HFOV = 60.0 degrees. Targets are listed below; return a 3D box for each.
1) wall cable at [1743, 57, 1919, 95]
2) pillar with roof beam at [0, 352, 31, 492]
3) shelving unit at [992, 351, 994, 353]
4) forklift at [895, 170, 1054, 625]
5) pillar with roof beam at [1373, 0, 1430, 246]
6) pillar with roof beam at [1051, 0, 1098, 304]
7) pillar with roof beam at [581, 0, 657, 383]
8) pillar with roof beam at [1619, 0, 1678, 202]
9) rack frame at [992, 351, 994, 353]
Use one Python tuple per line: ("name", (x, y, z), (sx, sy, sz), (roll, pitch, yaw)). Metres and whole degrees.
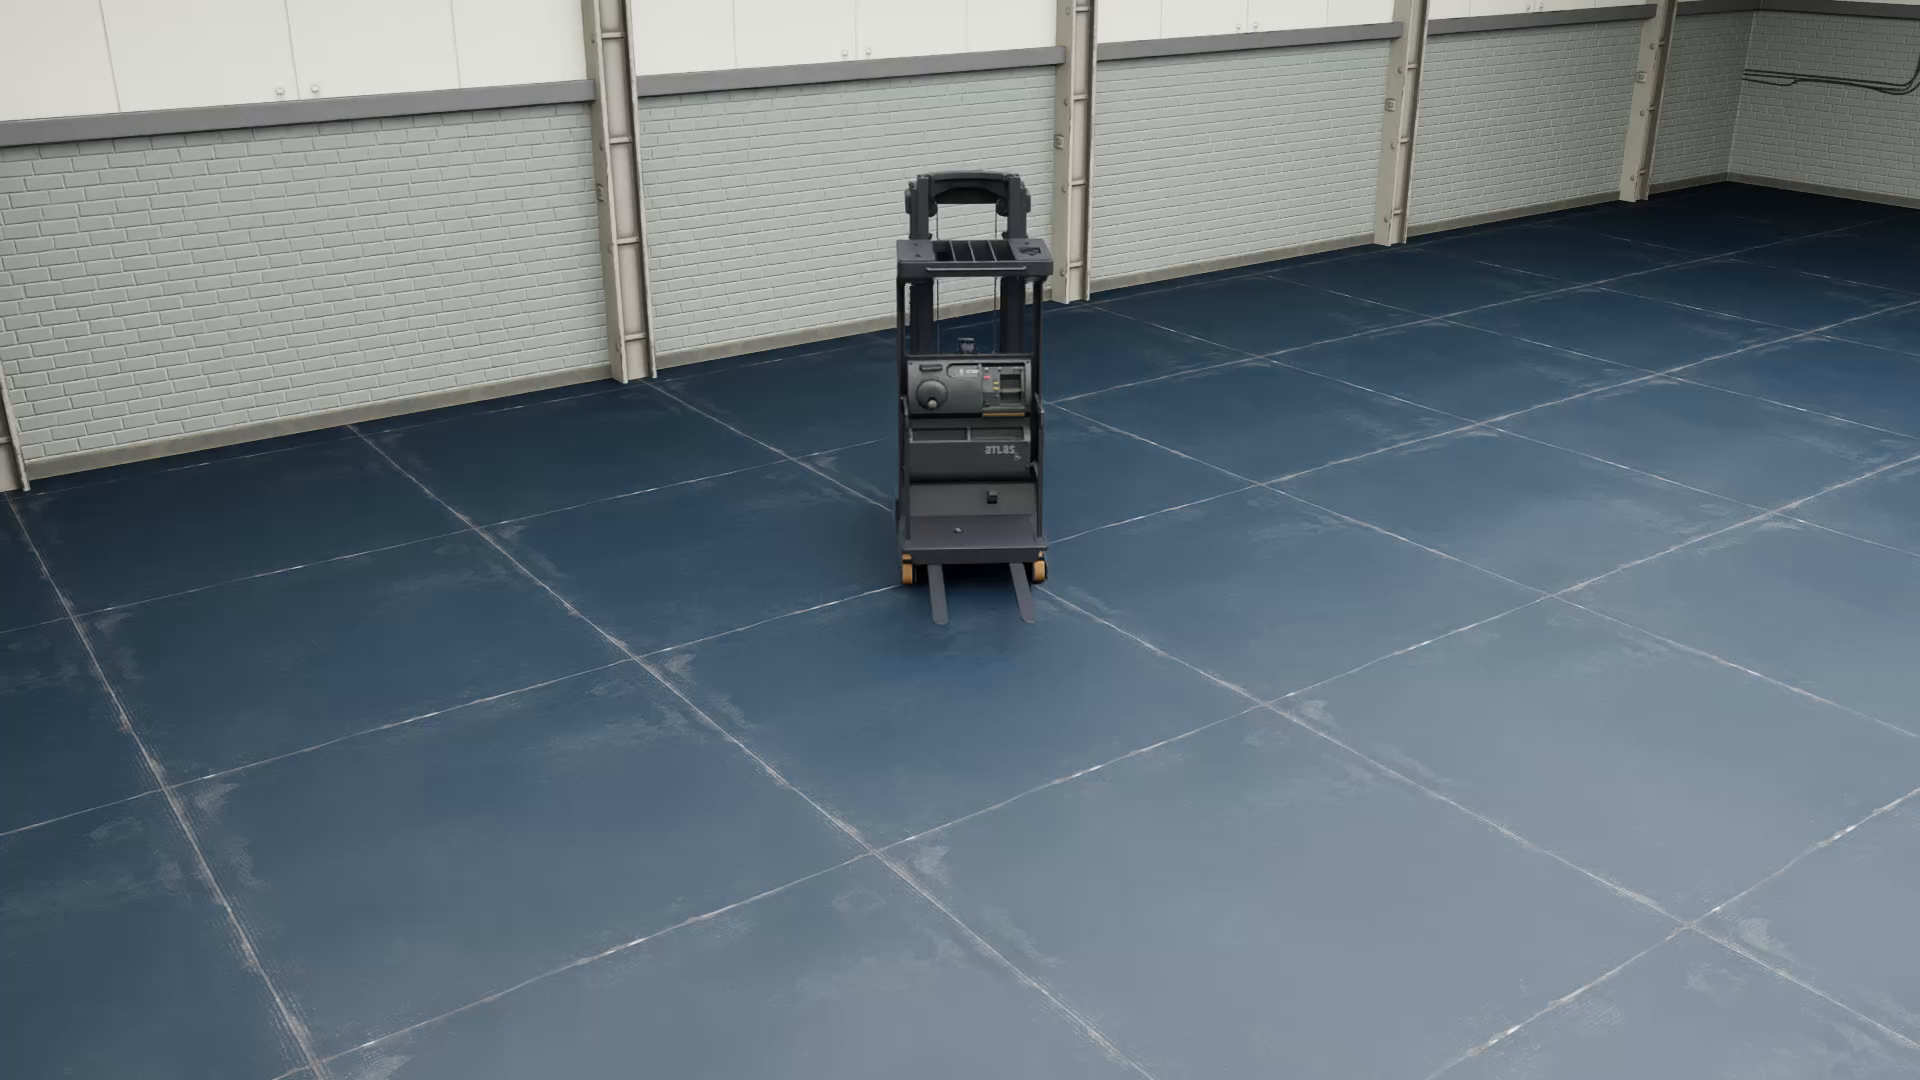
("wall cable", (14.294, -8.613, 27.029), (0.112, 2.526, 3.097), (-15, 26, -33))
("pillar with roof beam", (-5.837, -3.326, 9.589), (0.400, 9.000, 9.100), (-15, 26, -33))
("shelving unit", (0.385, -1.025, 14.377), (0.258, 1.200, 0.189), (1, -2, 3))
("forklift", (0.086, -1.145, 12.311), (1.130, 2.935, 3.031), (-1, 22, -3))
("pillar with roof beam", (8.774, -7.222, 19.352), (0.400, 9.000, 9.100), (-15, 26, -33))
("pillar with roof beam", (3.904, -5.923, 16.098), (0.400, 9.000, 9.100), (-15, 26, -33))
("pillar with roof beam", (-0.967, -4.624, 12.843), (0.400, 9.000, 9.100), (-15, 26, -33))
("pillar with roof beam", (13.645, -8.520, 22.607), (0.400, 9.000, 9.100), (-15, 26, -33))
("rack frame", (0.381, -1.028, 14.285), (0.240, 1.200, 0.006), (1, -2, 3))
